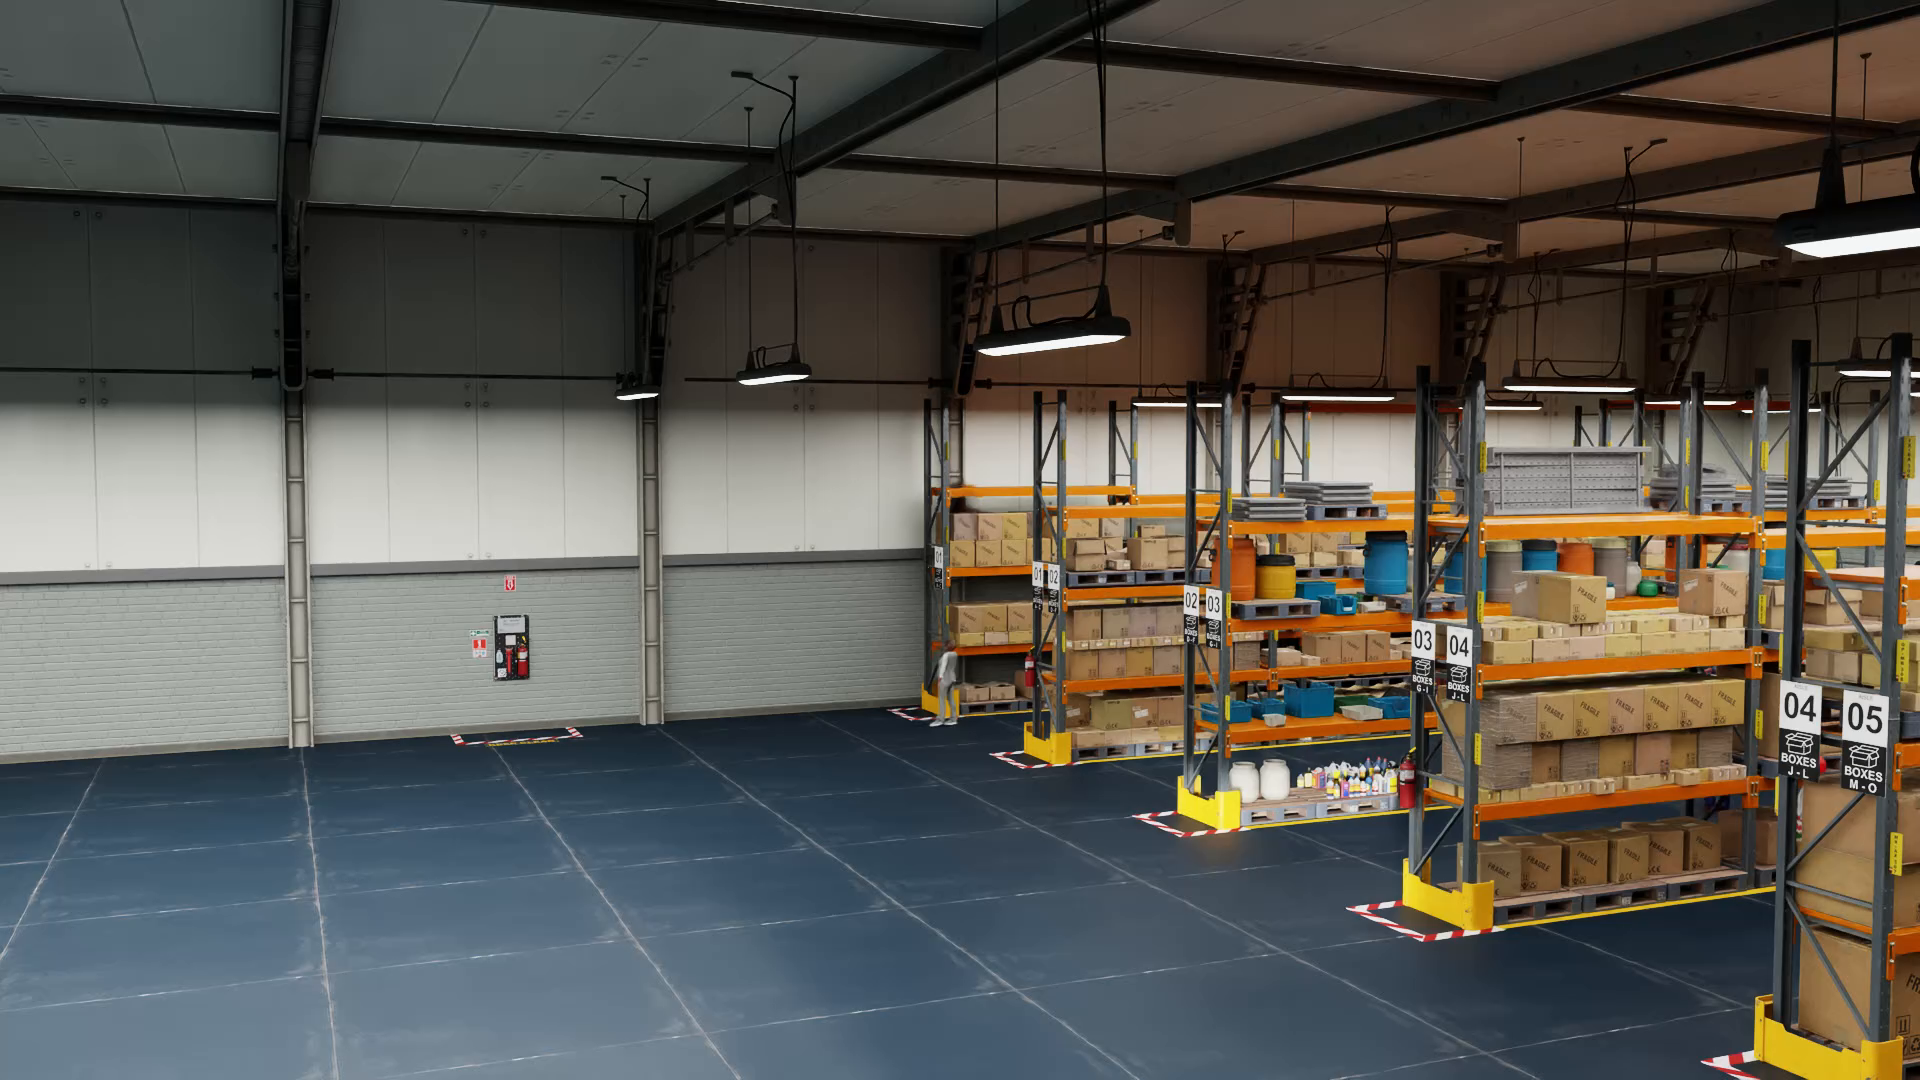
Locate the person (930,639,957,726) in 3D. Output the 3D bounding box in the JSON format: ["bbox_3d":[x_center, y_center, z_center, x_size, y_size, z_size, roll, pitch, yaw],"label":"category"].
[{"bbox_3d":[-0.301,2.641,30.294,0.477,1.511,0.435,2,4,26],"label":"person"}]

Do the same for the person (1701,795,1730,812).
[{"bbox_3d":[10.539,2.973,23.139,0.488,1.659,0.387,-1,3,-16],"label":"person"}]

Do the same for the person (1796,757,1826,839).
[{"bbox_3d":[9.260,3.215,18.098,0.677,1.762,0.607,-2,4,-26],"label":"person"}]
